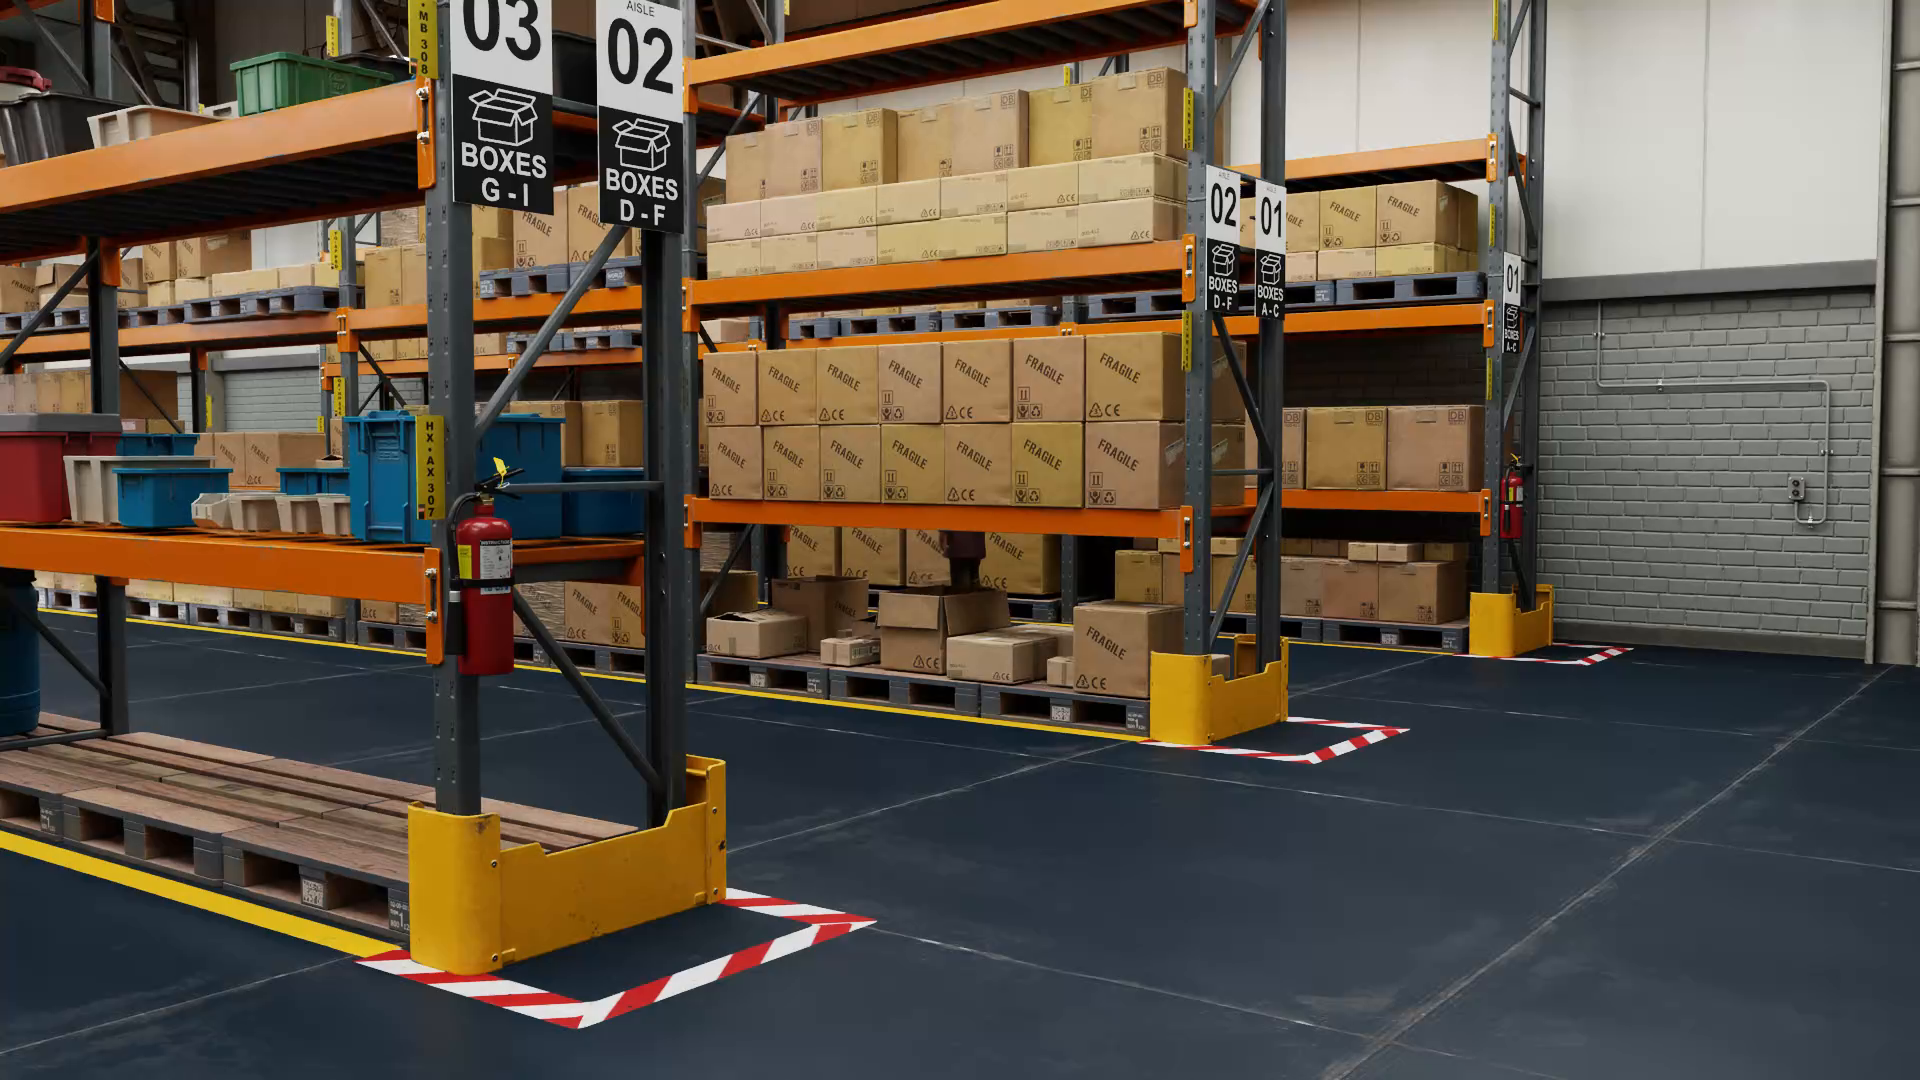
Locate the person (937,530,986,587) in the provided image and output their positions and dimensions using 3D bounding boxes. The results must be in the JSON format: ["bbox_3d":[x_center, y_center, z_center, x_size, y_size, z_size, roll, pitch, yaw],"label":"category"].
[{"bbox_3d":[-0.024,-0.070,15.028,0.582,1.775,0.693,2,4,36],"label":"person"}]
